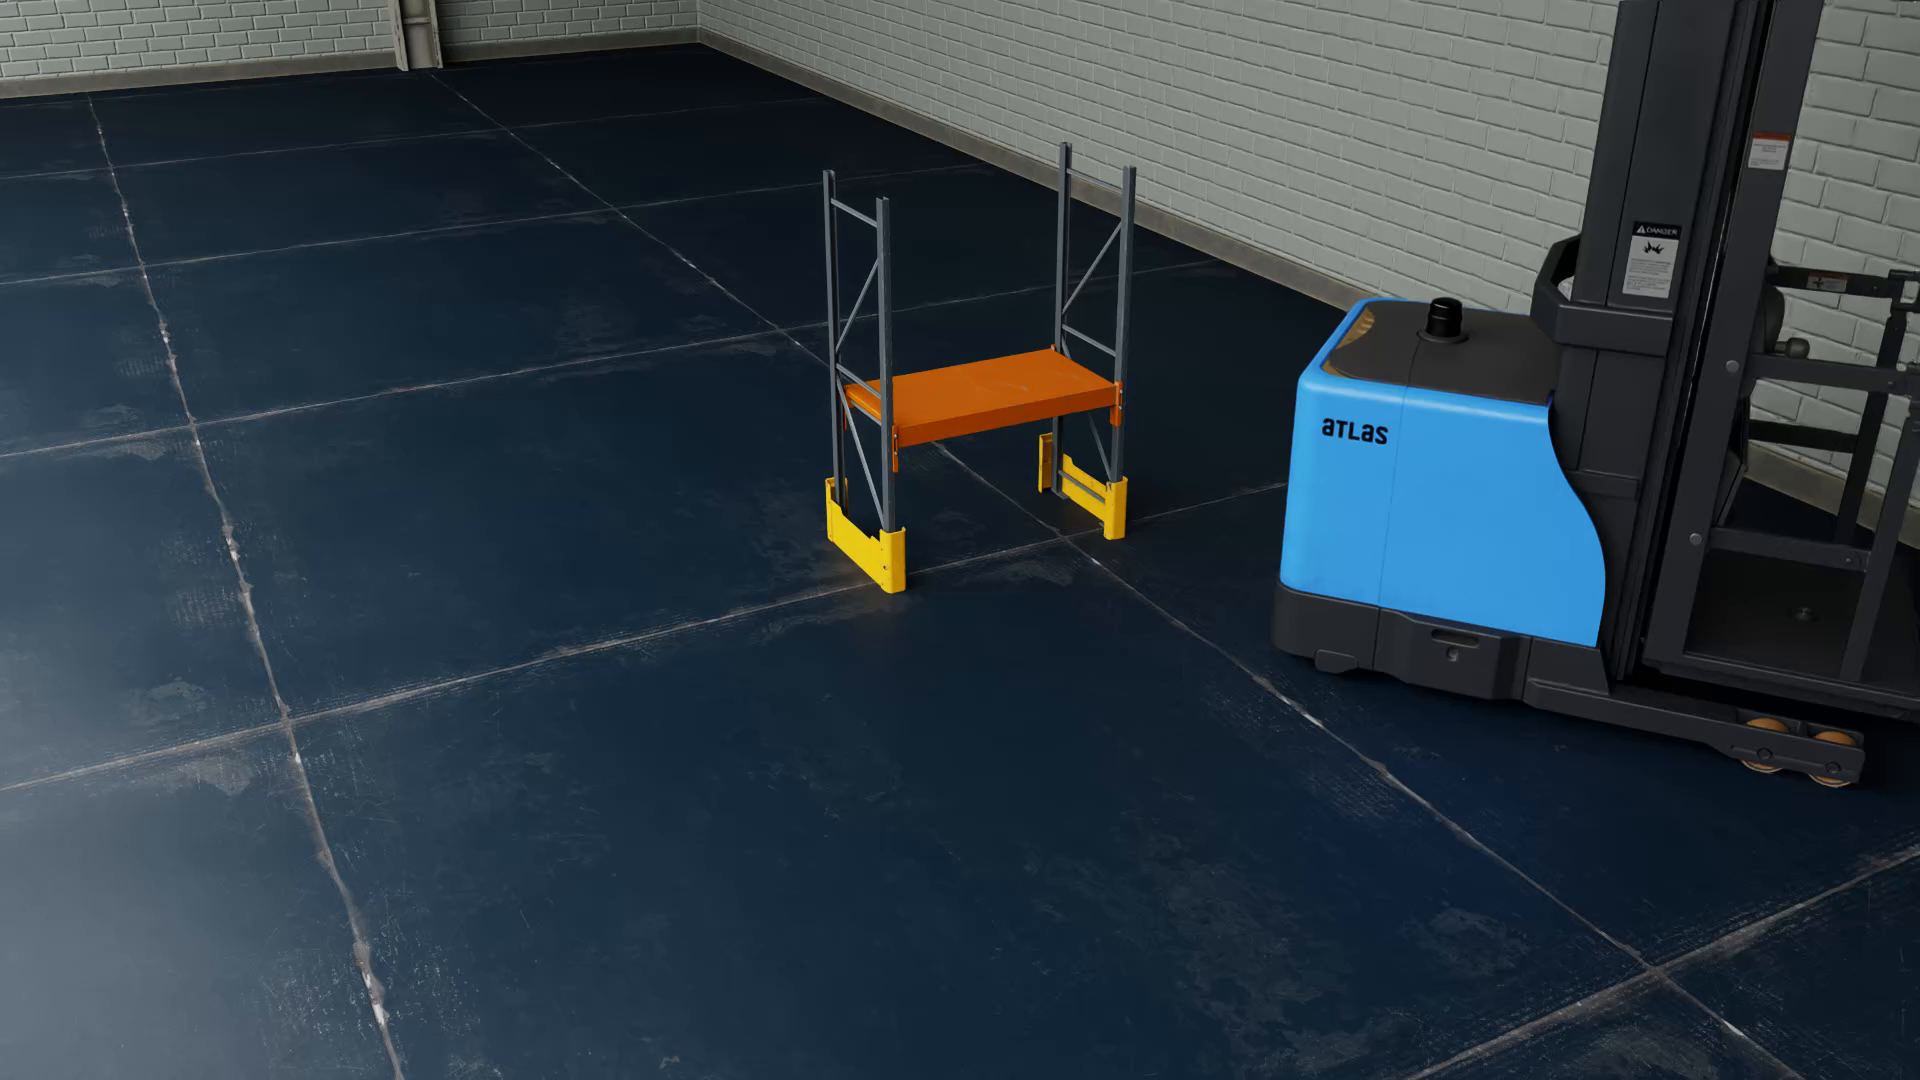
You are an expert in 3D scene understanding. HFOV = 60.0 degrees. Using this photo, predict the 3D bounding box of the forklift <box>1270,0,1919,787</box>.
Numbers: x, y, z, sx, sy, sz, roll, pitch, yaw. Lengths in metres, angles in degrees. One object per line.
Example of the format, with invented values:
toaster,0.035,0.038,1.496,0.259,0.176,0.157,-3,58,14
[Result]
forklift,2.654,-0.818,5.068,3.031,2.935,1.130,11,28,22

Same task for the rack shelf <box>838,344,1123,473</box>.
rack shelf,0.075,-0.531,6.539,1.000,0.185,0.538,-13,29,-25

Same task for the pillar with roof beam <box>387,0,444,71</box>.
pillar with roof beam,-3.352,-7.126,11.195,0.400,9.000,9.100,-13,29,-25

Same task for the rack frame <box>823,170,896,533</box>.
rack frame,-0.373,-0.590,6.246,0.032,1.500,0.500,-13,29,-25

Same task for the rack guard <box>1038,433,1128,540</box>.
rack guard,0.507,-0.230,6.939,0.087,0.250,0.587,-13,29,-25

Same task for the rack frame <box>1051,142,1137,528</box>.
rack frame,0.524,-0.797,6.677,0.032,1.500,0.500,-13,29,-25

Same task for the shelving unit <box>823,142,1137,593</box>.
shelving unit,0.067,-0.692,6.458,1.083,1.500,0.587,-13,29,-25

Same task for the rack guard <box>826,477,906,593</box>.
rack guard,-0.372,-0.027,6.517,0.087,0.250,0.587,-13,29,-25
